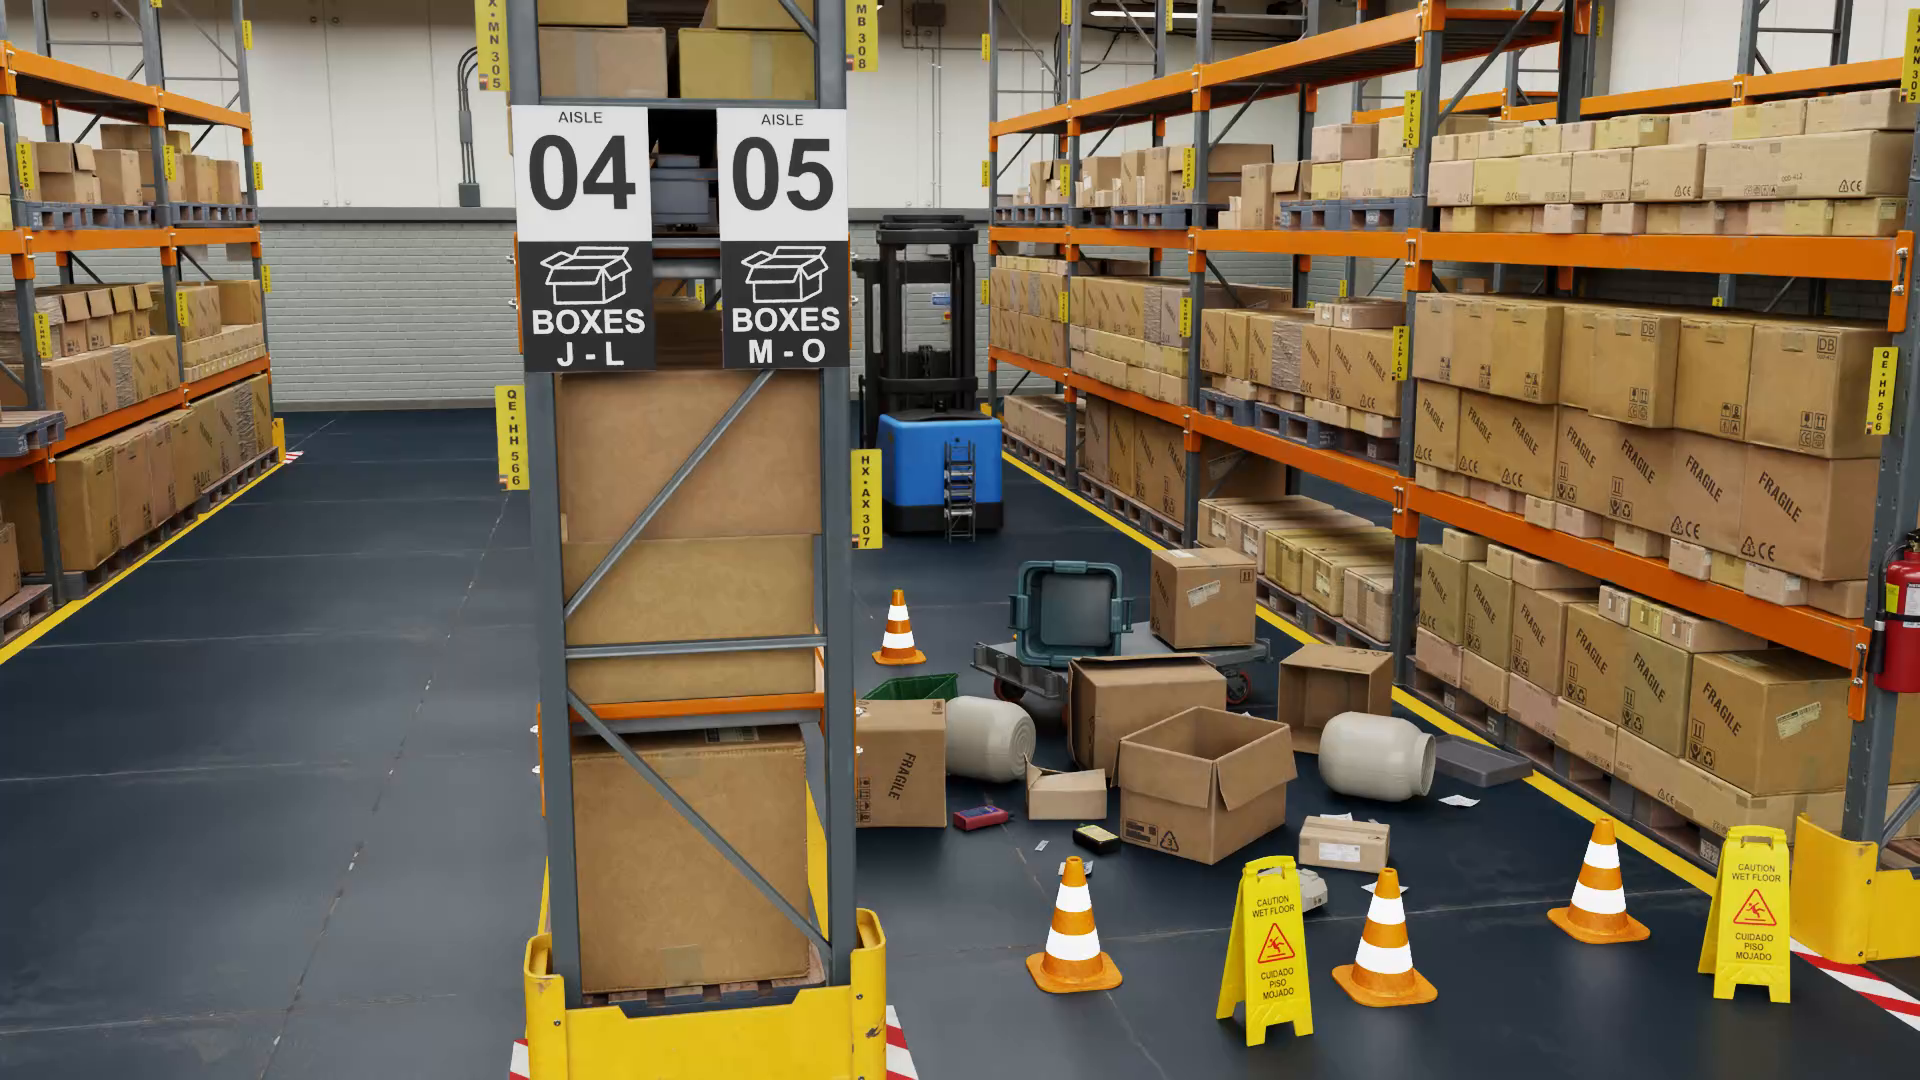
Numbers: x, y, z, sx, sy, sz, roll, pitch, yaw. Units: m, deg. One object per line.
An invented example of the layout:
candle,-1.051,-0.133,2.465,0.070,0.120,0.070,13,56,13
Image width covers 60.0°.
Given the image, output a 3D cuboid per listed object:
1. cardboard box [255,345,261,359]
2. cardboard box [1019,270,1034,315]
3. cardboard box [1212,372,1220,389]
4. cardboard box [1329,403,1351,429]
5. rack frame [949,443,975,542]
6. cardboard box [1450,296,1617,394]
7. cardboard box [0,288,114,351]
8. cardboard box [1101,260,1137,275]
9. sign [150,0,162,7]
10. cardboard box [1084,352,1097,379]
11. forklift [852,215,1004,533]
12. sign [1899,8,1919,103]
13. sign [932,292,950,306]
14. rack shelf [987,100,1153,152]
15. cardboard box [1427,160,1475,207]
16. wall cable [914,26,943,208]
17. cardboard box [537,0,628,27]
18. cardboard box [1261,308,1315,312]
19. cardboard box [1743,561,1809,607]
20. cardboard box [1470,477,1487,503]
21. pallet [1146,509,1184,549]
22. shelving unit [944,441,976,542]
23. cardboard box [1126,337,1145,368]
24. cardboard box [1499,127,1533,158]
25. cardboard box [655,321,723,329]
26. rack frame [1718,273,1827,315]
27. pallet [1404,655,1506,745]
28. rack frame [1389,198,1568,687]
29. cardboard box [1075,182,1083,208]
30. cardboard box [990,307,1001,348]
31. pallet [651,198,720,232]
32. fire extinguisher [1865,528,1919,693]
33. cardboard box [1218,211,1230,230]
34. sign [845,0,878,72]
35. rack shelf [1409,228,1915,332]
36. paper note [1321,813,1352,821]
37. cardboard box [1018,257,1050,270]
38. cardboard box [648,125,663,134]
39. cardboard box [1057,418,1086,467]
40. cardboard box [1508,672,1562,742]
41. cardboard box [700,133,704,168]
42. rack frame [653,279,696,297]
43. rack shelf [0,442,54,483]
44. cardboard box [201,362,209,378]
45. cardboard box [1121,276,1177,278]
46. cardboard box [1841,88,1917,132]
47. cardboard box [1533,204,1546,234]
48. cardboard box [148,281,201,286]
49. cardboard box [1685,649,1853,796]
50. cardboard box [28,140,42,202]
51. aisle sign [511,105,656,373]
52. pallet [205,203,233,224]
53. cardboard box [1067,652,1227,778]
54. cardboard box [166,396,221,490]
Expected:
cardboard box,-8.402,-2.197,19.444,0.380,0.149,0.250,-2,11,-10
cardboard box,1.002,-2.944,19.753,0.500,0.500,0.500,-2,11,-11
cardboard box,2.311,-1.331,13.771,0.380,0.149,0.250,-3,11,-14
cardboard box,2.718,-0.843,11.208,0.380,0.149,0.250,-2,11,-12
rack frame,0.018,-0.425,15.076,0.240,0.900,0.006,-2,11,-11
cardboard box,3.159,-1.085,9.189,0.700,0.500,0.500,-2,11,-11
cardboard box,-7.677,-1.873,14.120,0.797,0.503,0.637,-2,11,-9
cardboard box,1.780,-3.021,18.424,0.380,0.149,0.250,-2,11,-10
sign,-7.538,-5.155,15.556,0.100,0.325,0.005,-2,11,-11
cardboard box,1.581,-1.790,17.032,0.500,0.250,0.500,-2,11,-12
forklift,-0.449,-1.736,16.534,1.130,2.935,3.031,-3,11,-14
sign,3.438,-1.740,5.977,0.100,0.325,0.005,-2,11,-11
sign,-0.304,-3.958,27.298,0.327,0.218,0.001,-2,11,-11
rack shelf,1.264,-4.813,19.461,1.077,0.370,4.000,-2,11,-11
cardboard box,3.026,-2.037,9.511,0.500,0.250,0.500,-2,11,-12
wall cable,-0.508,-6.762,26.711,0.463,3.000,0.029,-2,11,-11
cardboard box,-1.248,-1.696,5.263,0.380,0.149,0.250,-2,11,-10
cardboard box,2.792,-1.643,13.675,0.500,0.500,0.500,-2,11,-13
cardboard box,3.546,0.173,6.993,0.380,0.149,0.250,-2,11,-12
cardboard box,3.137,-0.296,9.456,0.380,0.149,0.250,-2,11,-11
pallet,2.351,-0.092,15.171,1.003,0.211,1.213,-2,11,-11
shelving unit,-0.002,-0.444,15.174,0.258,0.900,0.210,-2,11,-11
cardboard box,1.864,-1.753,15.504,0.500,0.250,0.500,-2,11,-12
cardboard box,3.096,-2.109,8.825,0.380,0.149,0.250,-2,11,-11
cardboard box,-1.398,-0.717,7.707,0.875,0.550,0.550,-2,11,-11
rack frame,7.299,-1.496,15.088,1.000,3.000,0.127,-2,11,-11
pallet,3.374,0.910,9.902,1.003,0.211,1.213,-2,11,-11
rack frame,3.209,-0.581,10.281,1.000,3.000,0.127,-2,11,-11
cardboard box,1.407,-3.558,17.134,0.396,0.266,0.258,-2,11,-12
cardboard box,0.686,-2.733,21.318,0.500,0.500,0.500,-2,11,-11
pallet,-1.854,-1.929,9.850,0.805,0.209,1.217,-3,11,-13
fire extinguisher,3.557,0.228,6.236,0.296,0.674,0.183,-2,11,-11
cardboard box,2.325,-2.601,13.543,0.380,0.149,0.250,-2,11,-11
sign,-0.304,-1.610,5.115,0.100,0.325,0.005,-2,11,-11
rack shelf,3.598,-1.335,8.141,1.077,0.370,4.000,-2,11,-11
paper note,1.832,1.354,8.083,0.148,0.019,0.142,2,11,9
cardboard box,0.910,-3.327,20.033,0.380,0.149,0.250,-2,11,-10
cardboard box,-1.412,-1.714,6.425,0.500,0.250,0.500,-2,11,-11
cardboard box,1.636,-1.115,18.816,0.875,0.438,0.875,-2,11,-12
cardboard box,3.279,0.876,8.856,0.500,0.250,0.500,-2,11,-12
cardboard box,-0.847,-1.561,6.686,0.380,0.149,0.250,-2,11,-11
rack frame,-3.183,-1.850,16.947,1.000,3.000,0.127,-2,11,-11
rack shelf,-6.901,-0.234,10.382,1.077,0.370,4.000,-2,11,-11
cardboard box,-7.902,-1.728,16.976,0.380,0.149,0.250,-2,11,-9
cardboard box,1.986,-2.516,17.505,0.500,0.500,0.500,-2,11,-9
cardboard box,3.631,-1.641,6.365,0.380,0.149,0.250,-2,11,-10
cardboard box,3.232,-1.677,8.688,0.380,0.149,0.250,-2,11,-13
cardboard box,-8.920,-2.673,18.871,0.500,0.500,0.500,-2,11,-12
cardboard box,3.575,0.791,7.297,0.500,0.500,0.500,-2,11,-11
cardboard box,-7.734,-2.948,13.302,0.500,0.500,0.500,-2,11,-8
aisle sign,-1.130,-0.902,5.015,0.394,0.787,0.004,-2,11,-11
pallet,-8.451,-3.492,17.788,1.003,0.211,1.213,-2,11,-11
cardboard box,0.972,0.911,8.756,0.797,0.637,0.503,-2,11,-11
cardboard box,-8.118,-0.975,16.907,0.875,0.875,0.875,-2,11,-11
